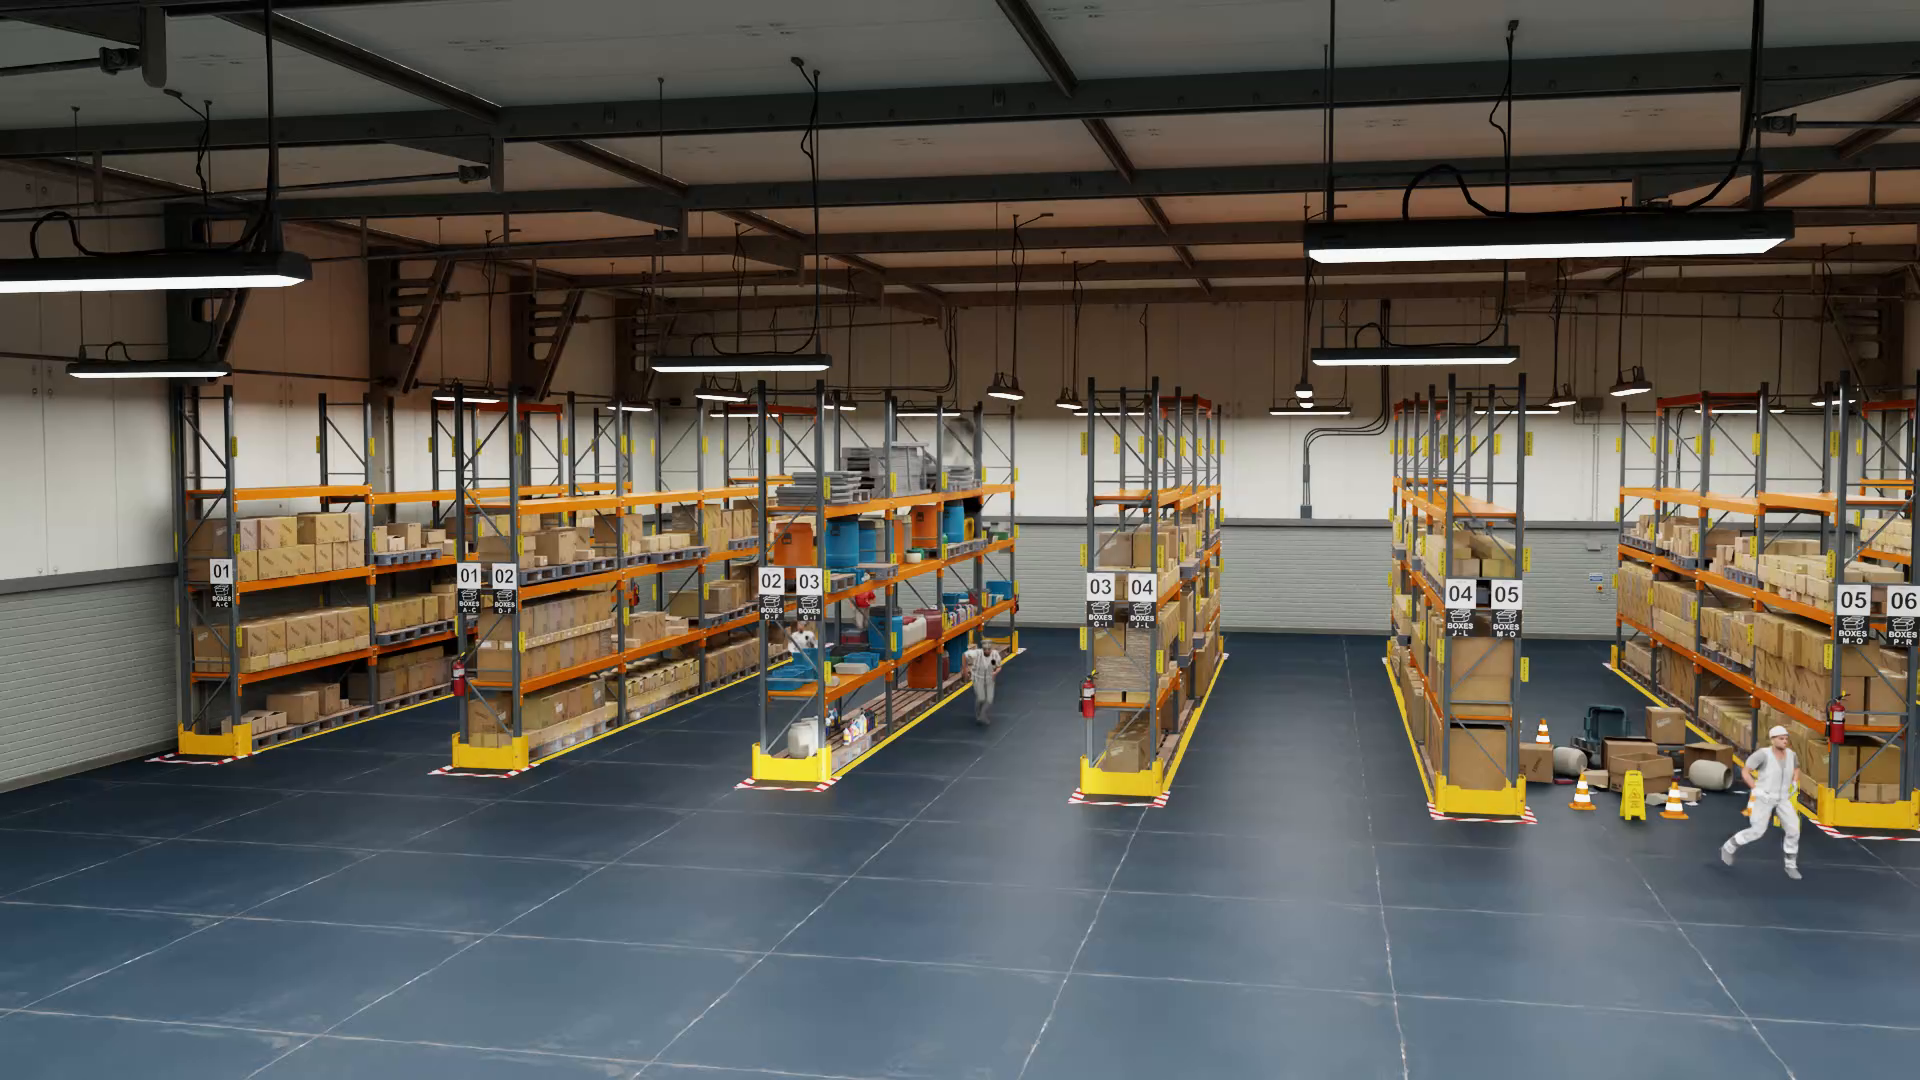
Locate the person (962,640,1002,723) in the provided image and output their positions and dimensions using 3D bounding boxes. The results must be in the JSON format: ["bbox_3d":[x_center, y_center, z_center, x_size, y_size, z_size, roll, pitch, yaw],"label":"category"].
[{"bbox_3d":[0.394,2.548,29.864,0.695,1.573,0.891,-1,3,-11],"label":"person"}]

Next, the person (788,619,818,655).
[{"bbox_3d":[-3.096,2.344,32.776,0.592,1.641,0.547,0,3,6],"label":"person"}]

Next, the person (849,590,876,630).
[{"bbox_3d":[-2.427,1.826,41.430,0.677,1.746,0.915,0,3,-5],"label":"person"}]

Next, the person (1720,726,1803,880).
[{"bbox_3d":[9.477,3.052,19.489,0.885,1.778,0.732,-1,3,-13],"label":"person"}]
